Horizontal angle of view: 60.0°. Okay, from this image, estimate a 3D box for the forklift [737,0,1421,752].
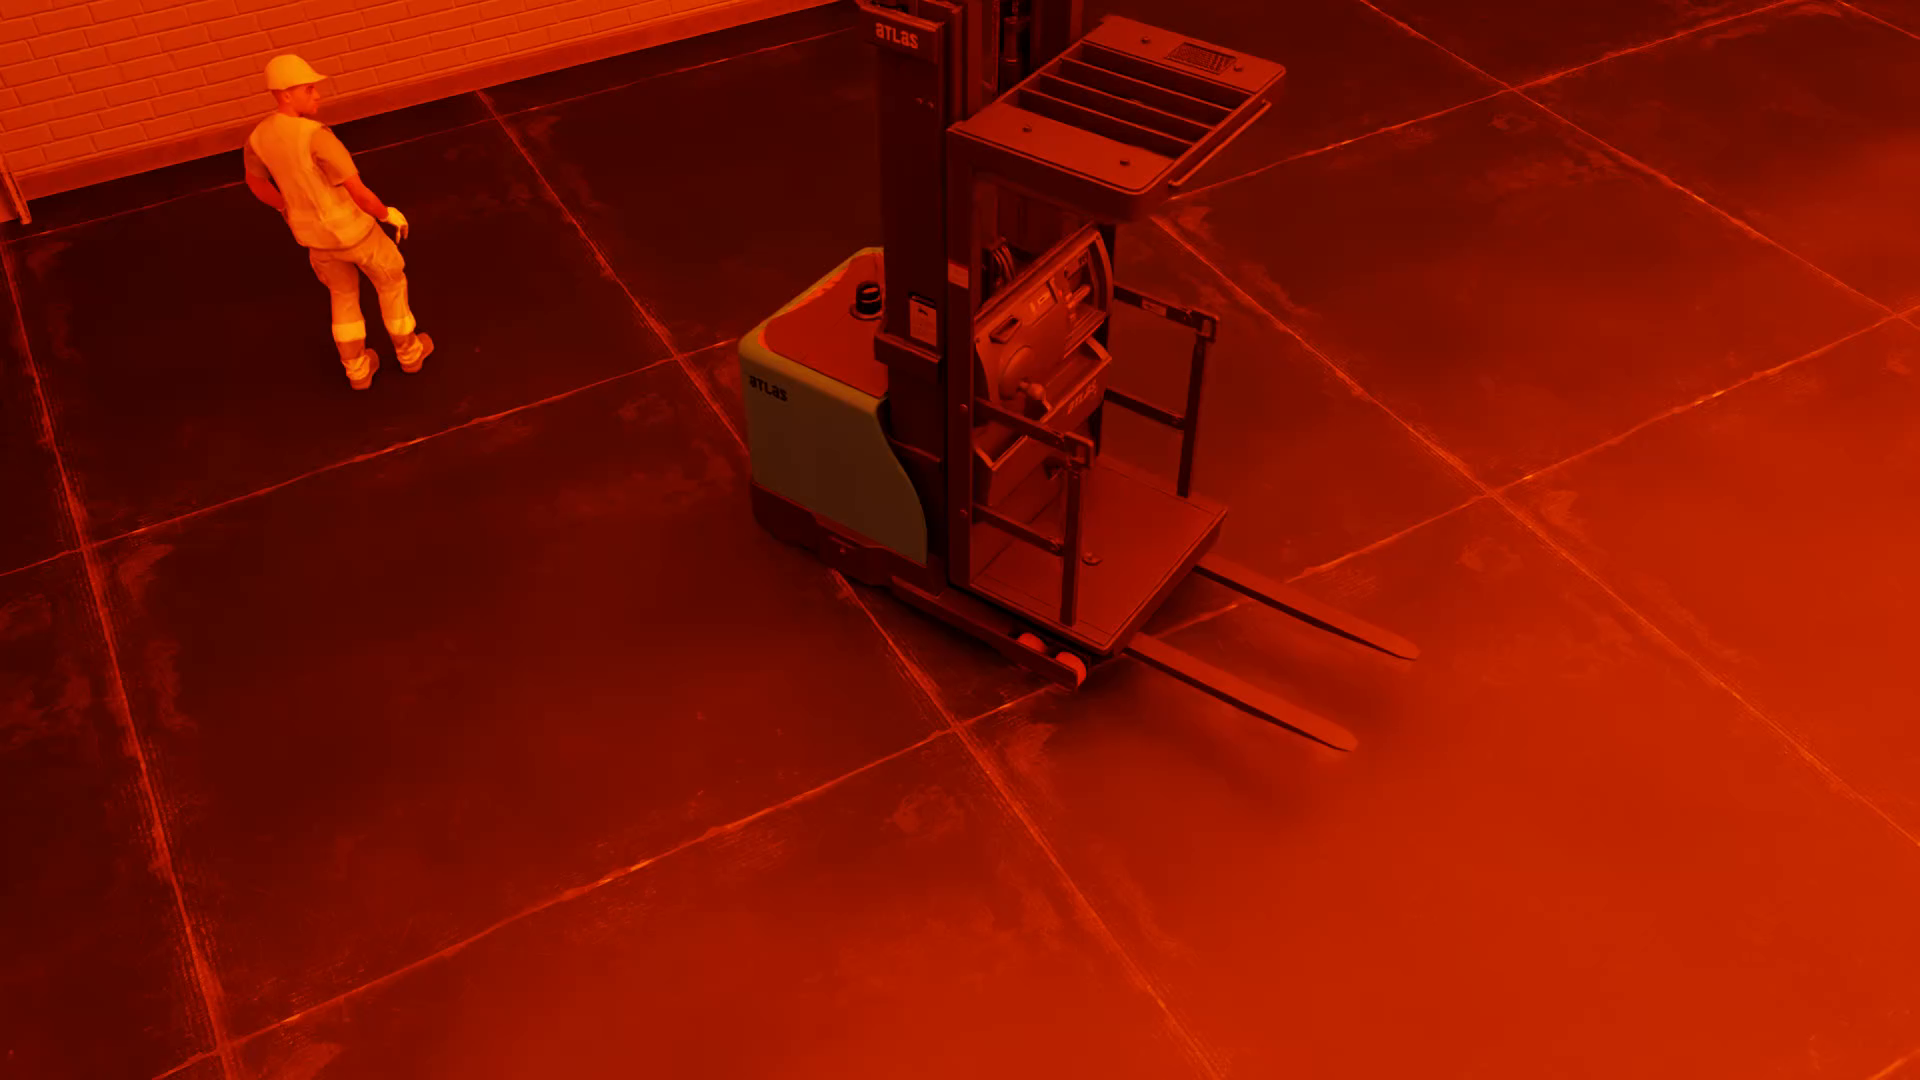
[{"bbox_3d":[0.514,-0.843,6.607,3.031,2.935,1.130,25,49,25],"label":"forklift"}]

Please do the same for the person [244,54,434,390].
[{"bbox_3d":[-3.075,-1.577,8.259,0.757,1.761,0.506,9,44,9],"label":"person"}]
